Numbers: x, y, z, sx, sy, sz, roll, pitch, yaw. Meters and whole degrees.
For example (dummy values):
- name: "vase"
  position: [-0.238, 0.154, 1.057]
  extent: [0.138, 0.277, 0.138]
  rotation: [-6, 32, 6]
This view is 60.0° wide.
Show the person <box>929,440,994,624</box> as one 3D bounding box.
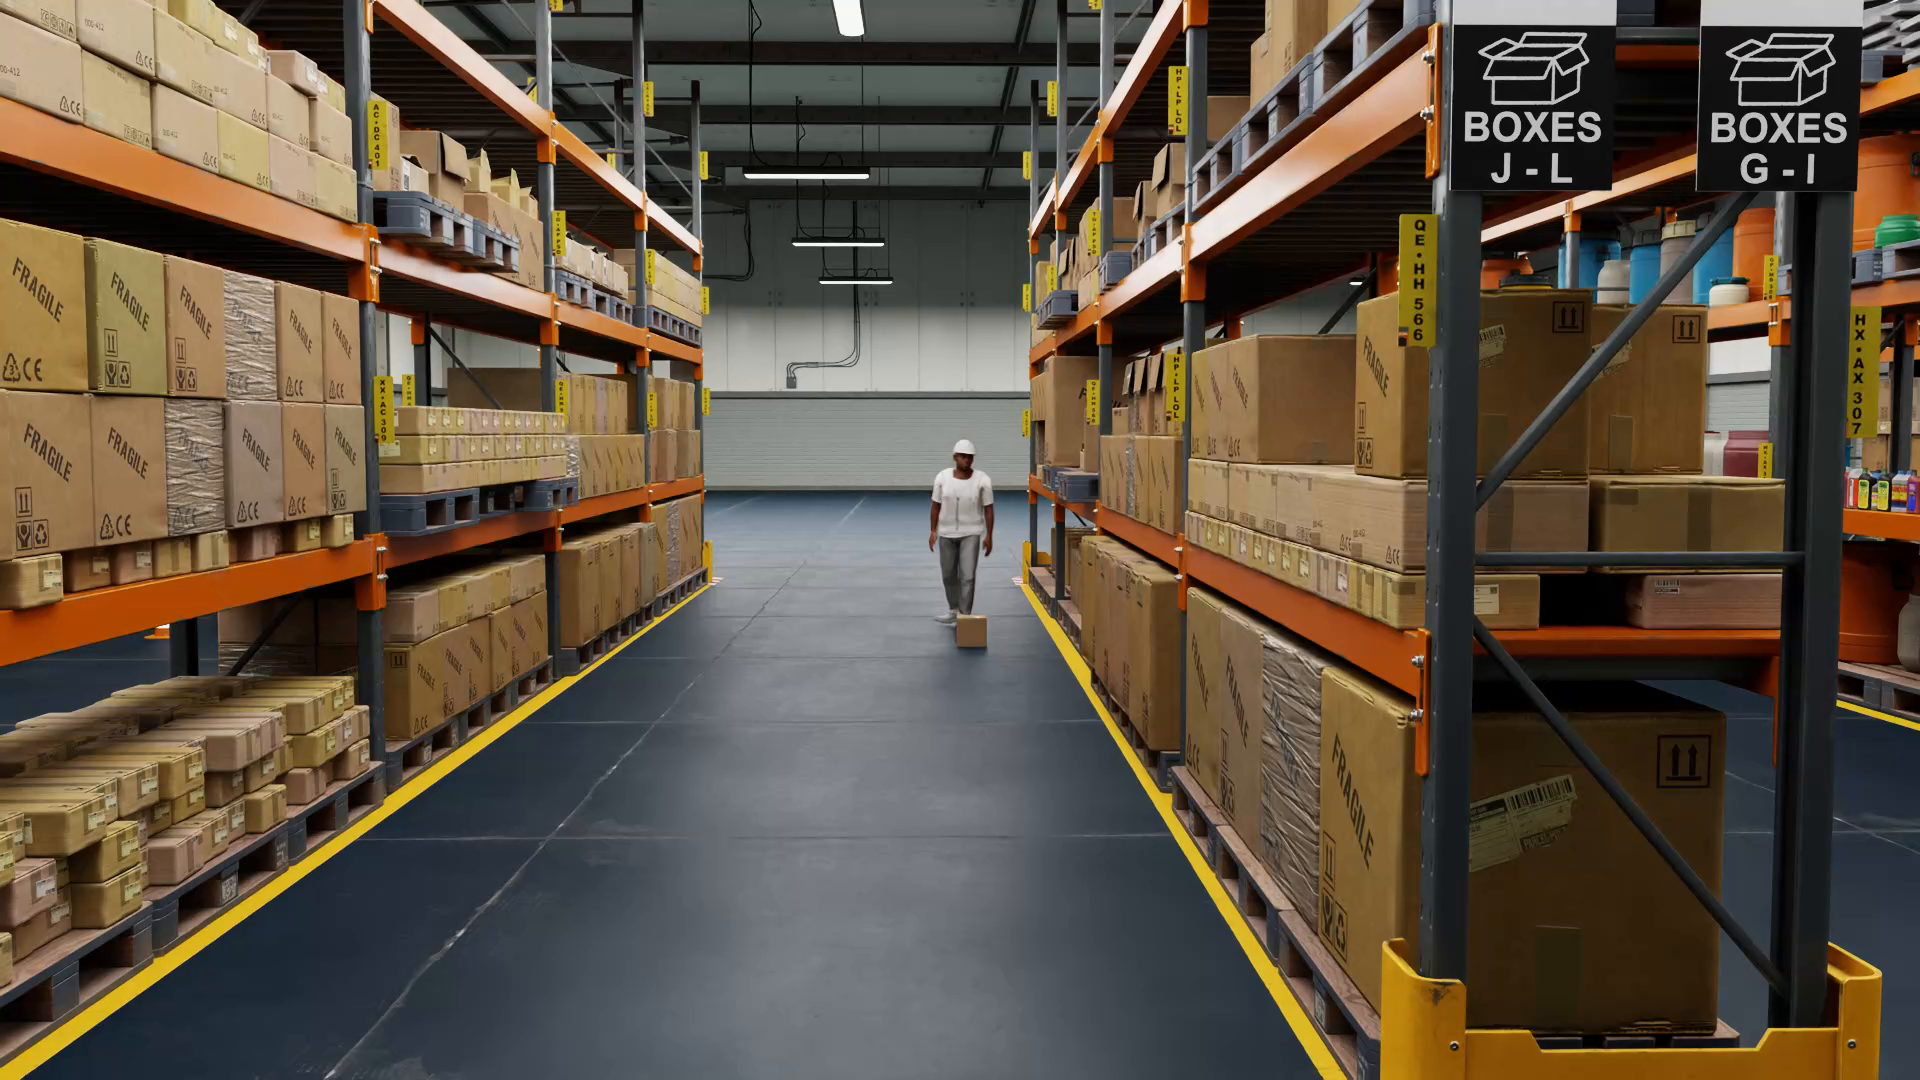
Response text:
- name: "person"
  position: [0.018, -0.050, 15.354]
  extent: [0.603, 1.754, 0.571]
  rotation: [1, 4, 13]
